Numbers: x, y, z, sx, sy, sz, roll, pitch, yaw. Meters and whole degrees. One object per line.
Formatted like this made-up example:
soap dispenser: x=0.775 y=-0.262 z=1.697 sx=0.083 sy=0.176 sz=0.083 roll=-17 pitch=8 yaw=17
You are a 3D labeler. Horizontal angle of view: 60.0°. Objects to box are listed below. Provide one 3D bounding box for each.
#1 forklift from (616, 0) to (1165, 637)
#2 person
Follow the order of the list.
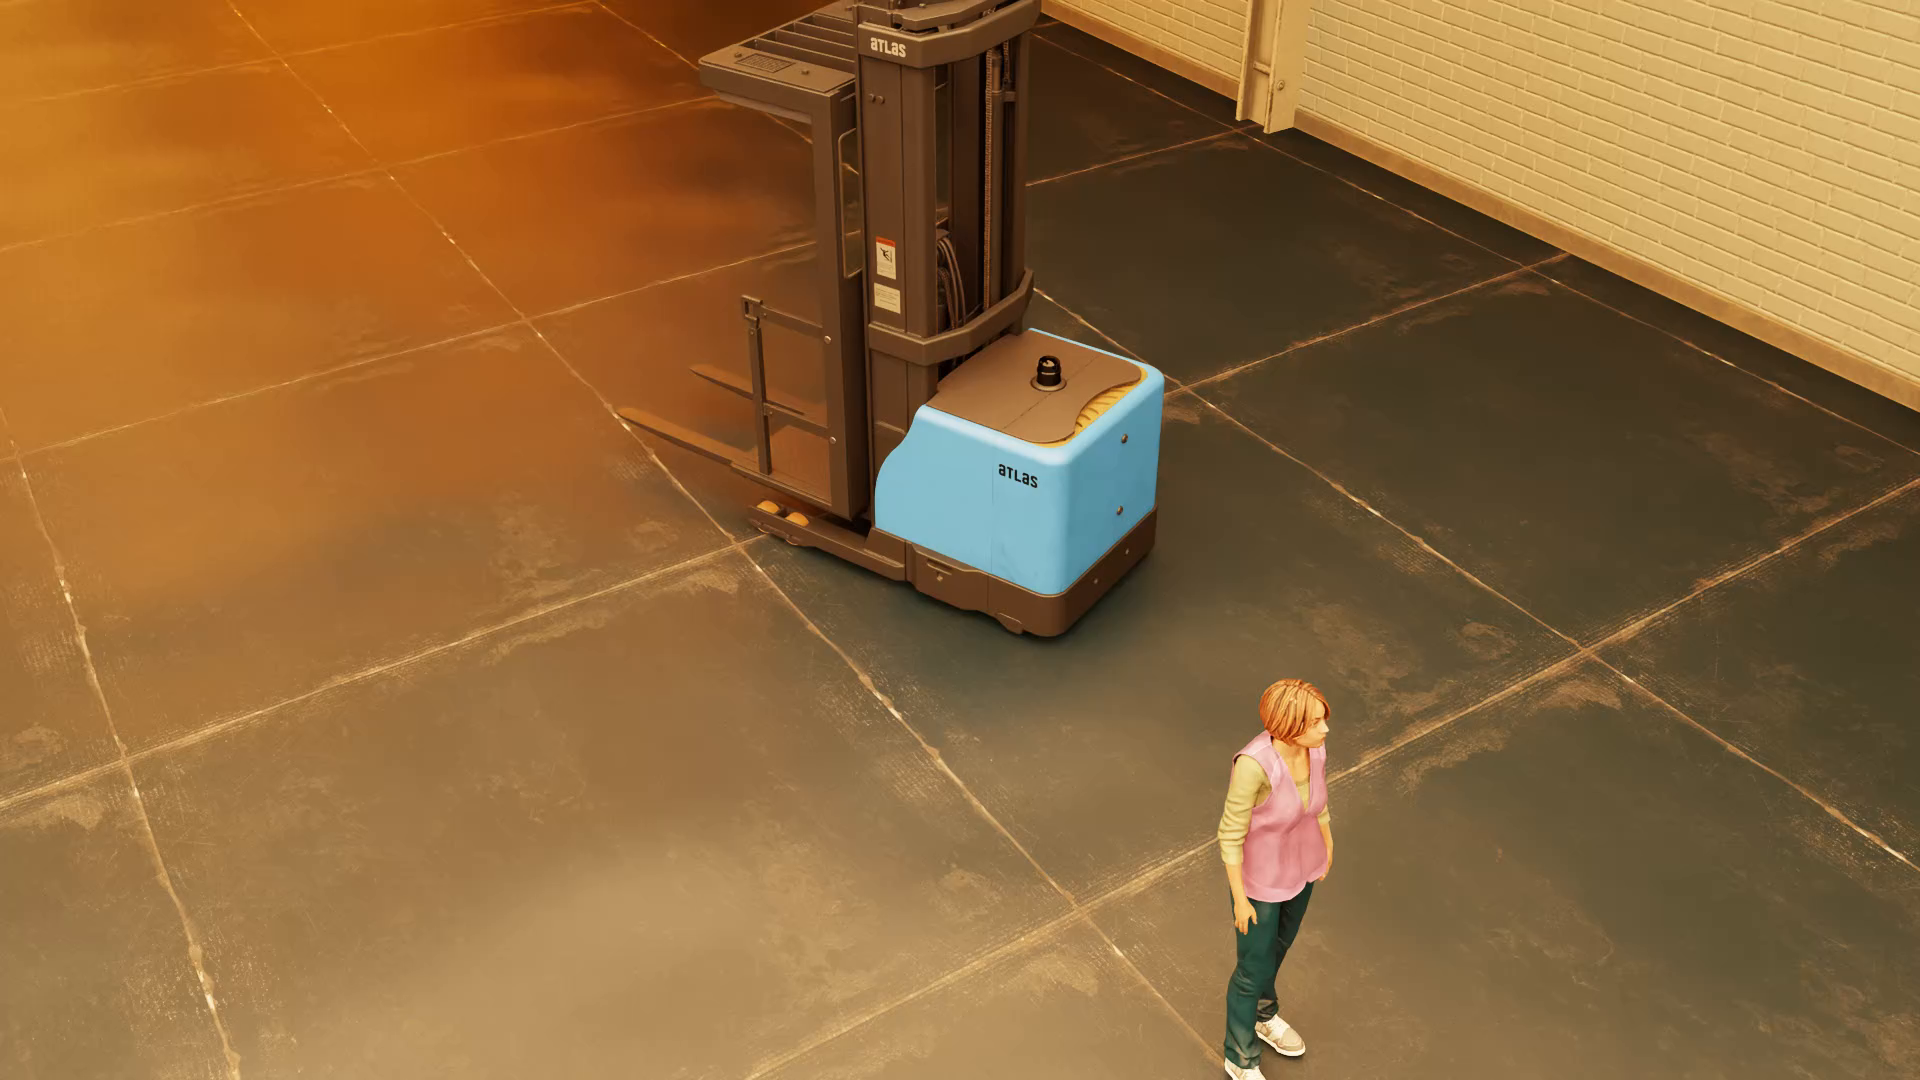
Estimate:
forklift: x=-0.500 y=-1.399 z=8.138 sx=3.031 sy=2.935 sz=1.130 roll=22 pitch=41 yaw=28
person: x=1.115 y=1.175 z=5.622 sx=0.520 sy=1.596 sz=0.475 roll=-26 pitch=43 yaw=-32
